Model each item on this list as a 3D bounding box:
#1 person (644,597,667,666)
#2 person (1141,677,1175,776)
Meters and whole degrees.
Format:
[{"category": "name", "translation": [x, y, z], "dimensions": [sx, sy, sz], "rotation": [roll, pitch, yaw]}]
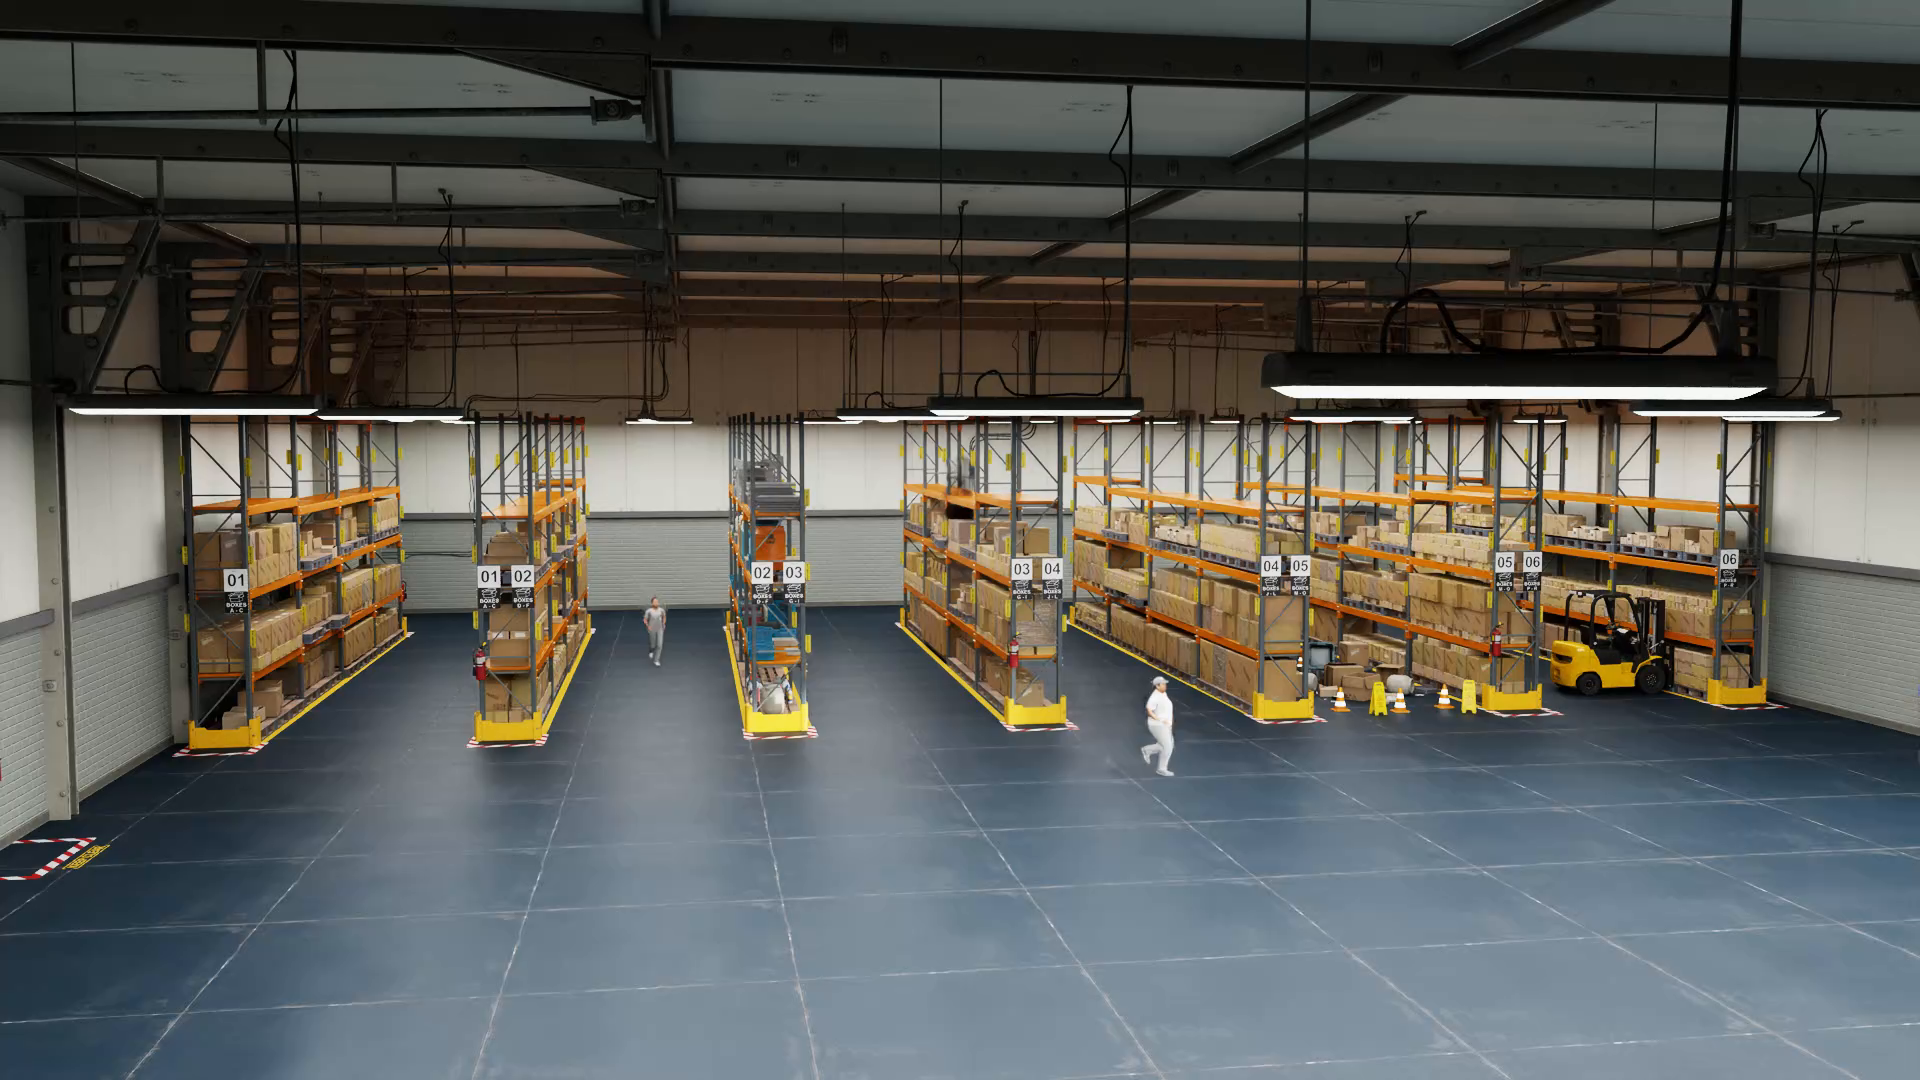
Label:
[{"category": "person", "translation": [-7.325, 2.191, 40.032], "dimensions": [0.565, 1.641, 0.731], "rotation": [-2, 4, -22]}, {"category": "person", "translation": [3.263, 3.061, 27.404], "dimensions": [0.550, 1.632, 0.608], "rotation": [2, 4, 24]}]
